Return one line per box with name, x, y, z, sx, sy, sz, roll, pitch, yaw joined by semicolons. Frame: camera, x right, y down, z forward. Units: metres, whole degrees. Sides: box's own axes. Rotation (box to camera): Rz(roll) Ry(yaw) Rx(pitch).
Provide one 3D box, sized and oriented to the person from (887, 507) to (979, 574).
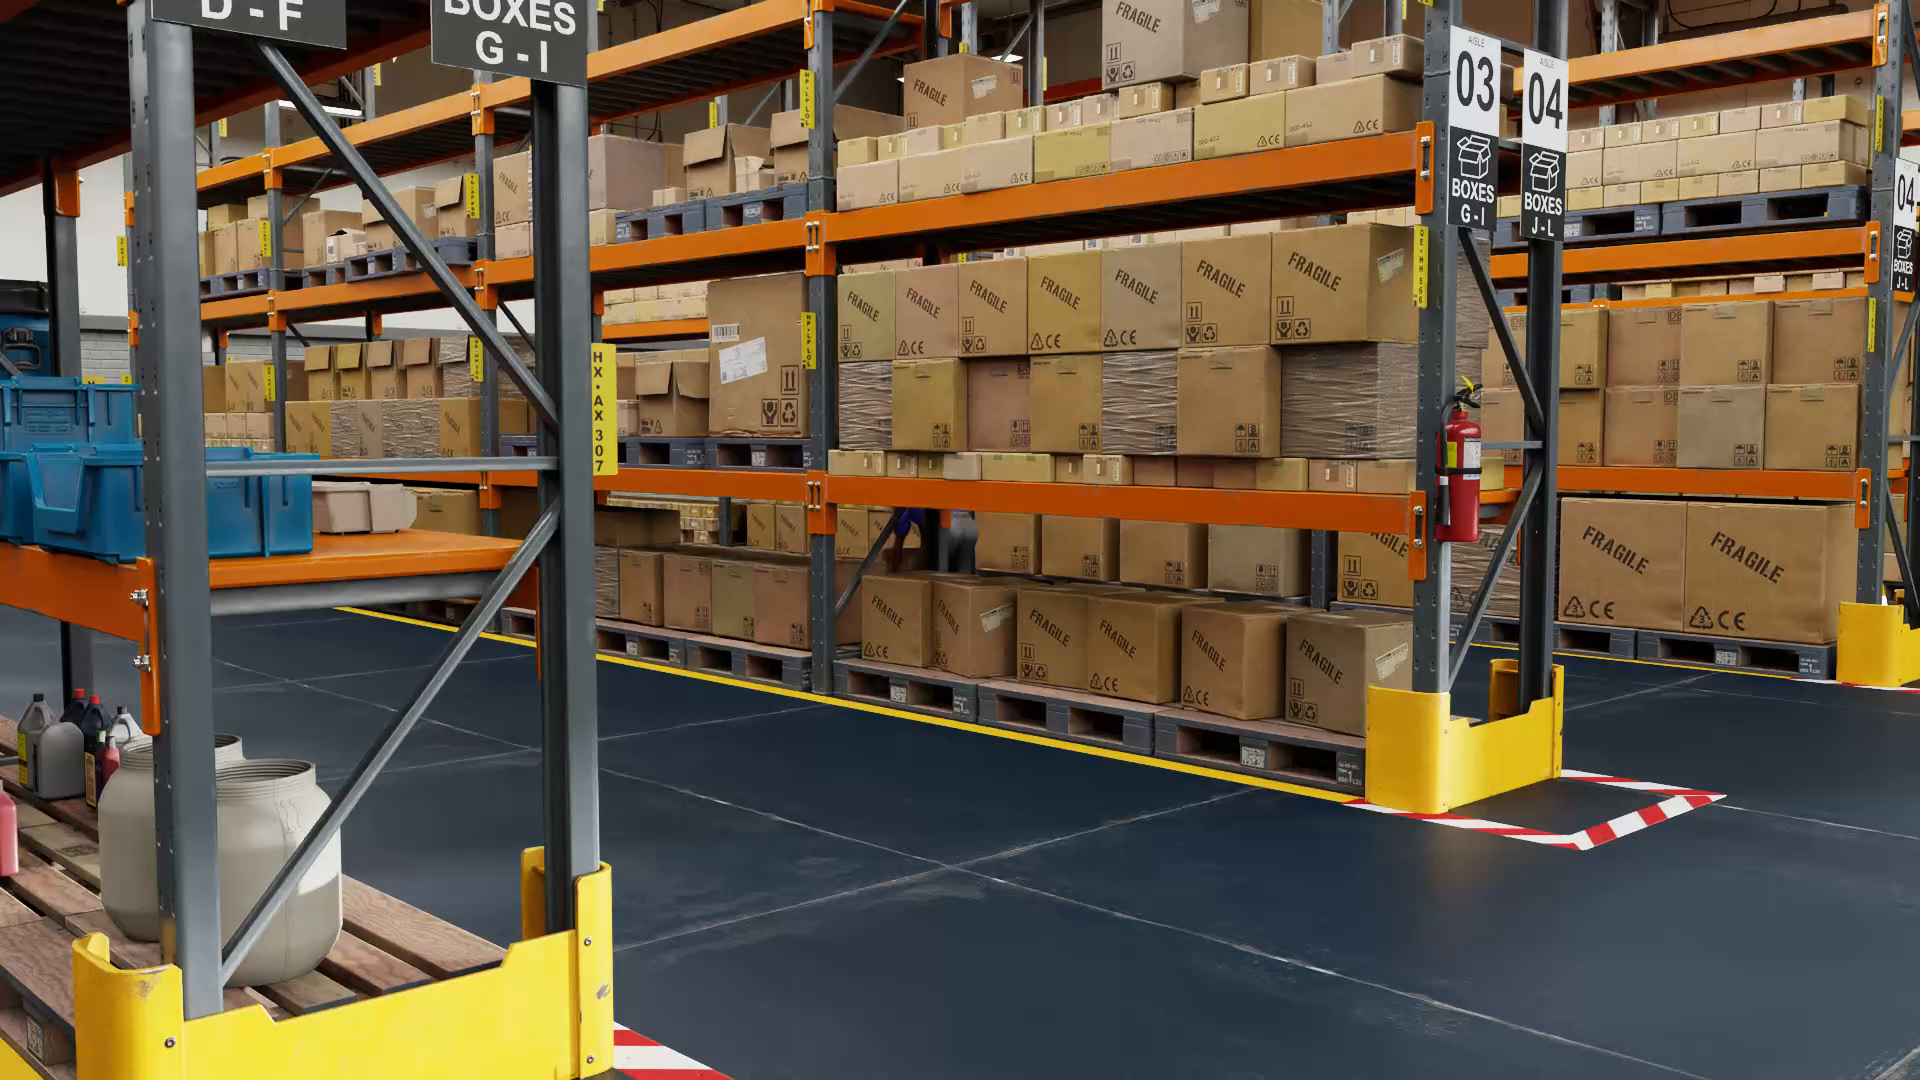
person;-0.236;0.135;12.694;0.838;1.166;0.433;4;6;44
